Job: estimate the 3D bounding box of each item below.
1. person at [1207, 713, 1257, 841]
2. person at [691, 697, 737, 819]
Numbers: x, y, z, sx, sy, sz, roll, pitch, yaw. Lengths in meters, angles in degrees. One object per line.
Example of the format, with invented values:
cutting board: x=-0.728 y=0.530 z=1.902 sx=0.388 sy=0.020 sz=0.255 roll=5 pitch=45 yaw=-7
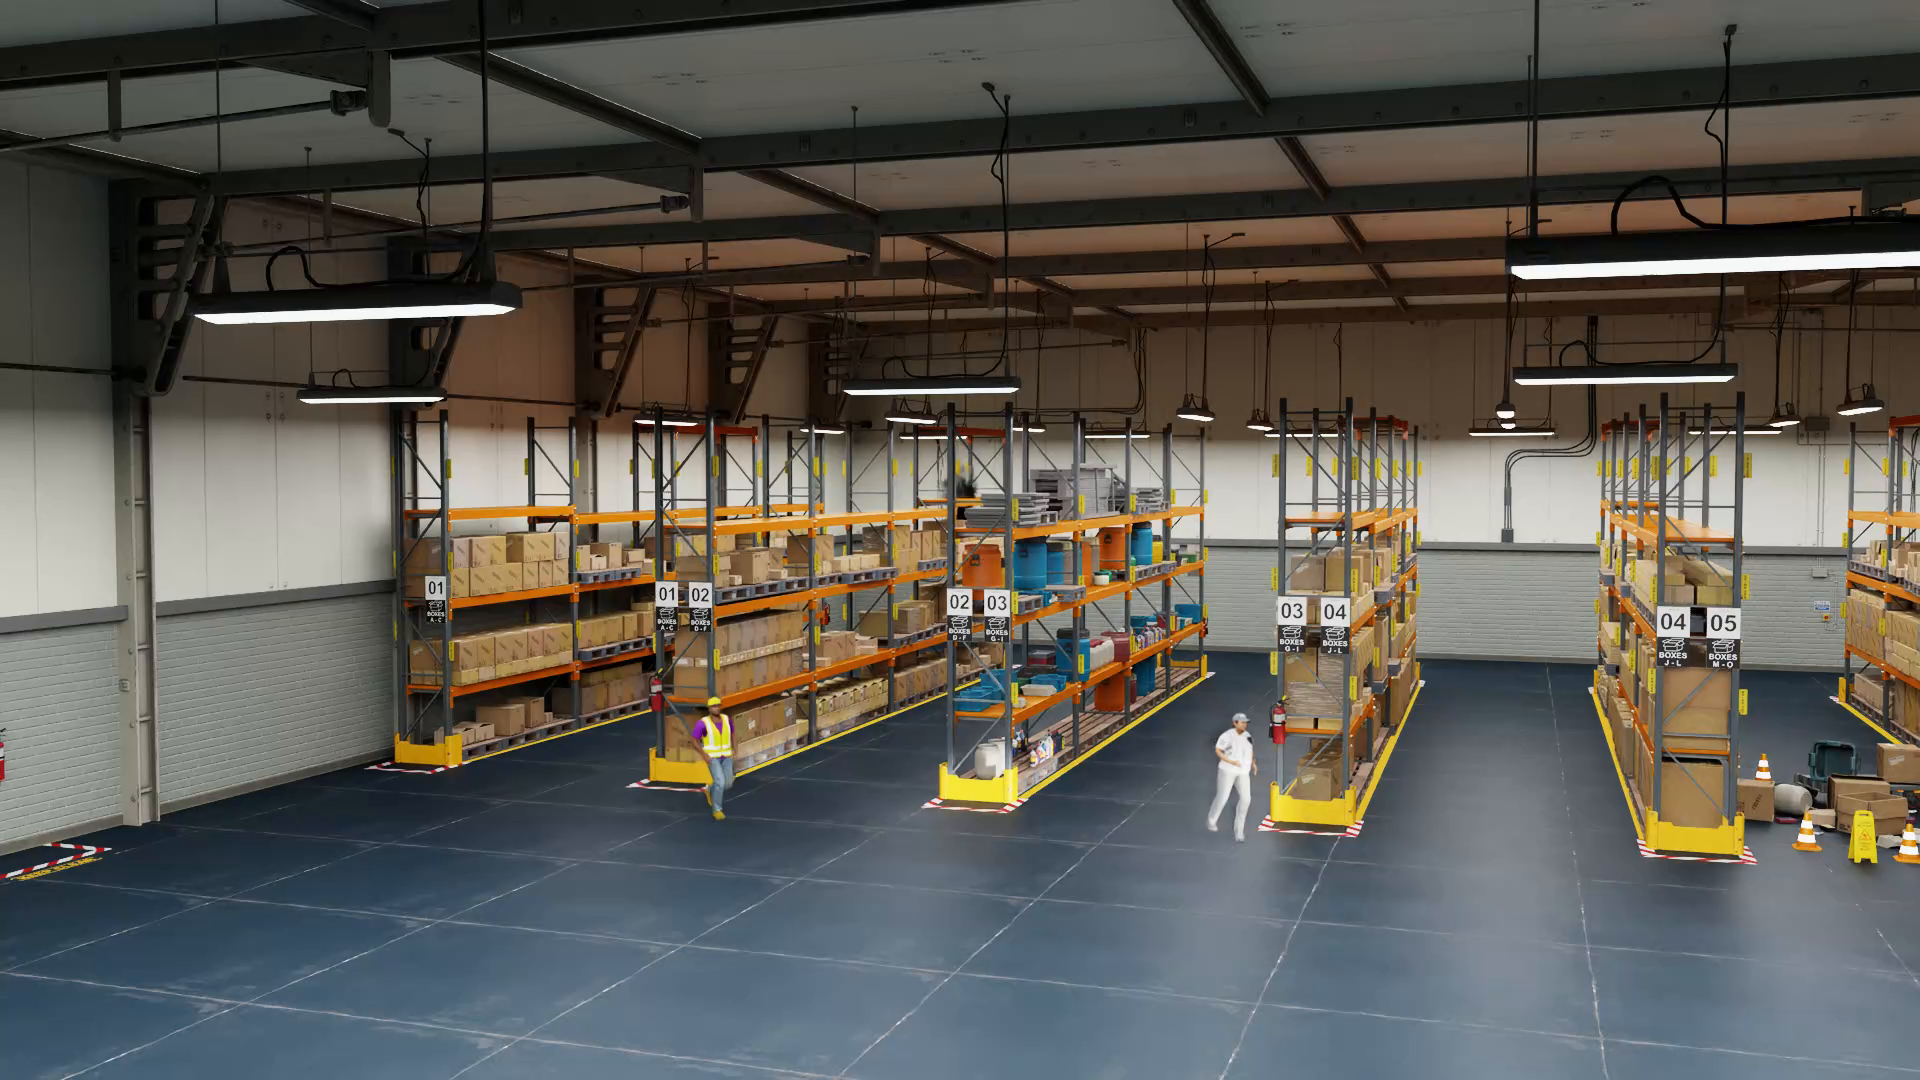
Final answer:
person: x=3.774 y=3.212 z=22.716 sx=0.667 sy=1.706 sz=0.707 roll=-1 pitch=3 yaw=-19
person: x=-3.528 y=3.118 z=23.920 sx=0.677 sy=1.735 sz=0.582 roll=-2 pitch=3 yaw=-37
